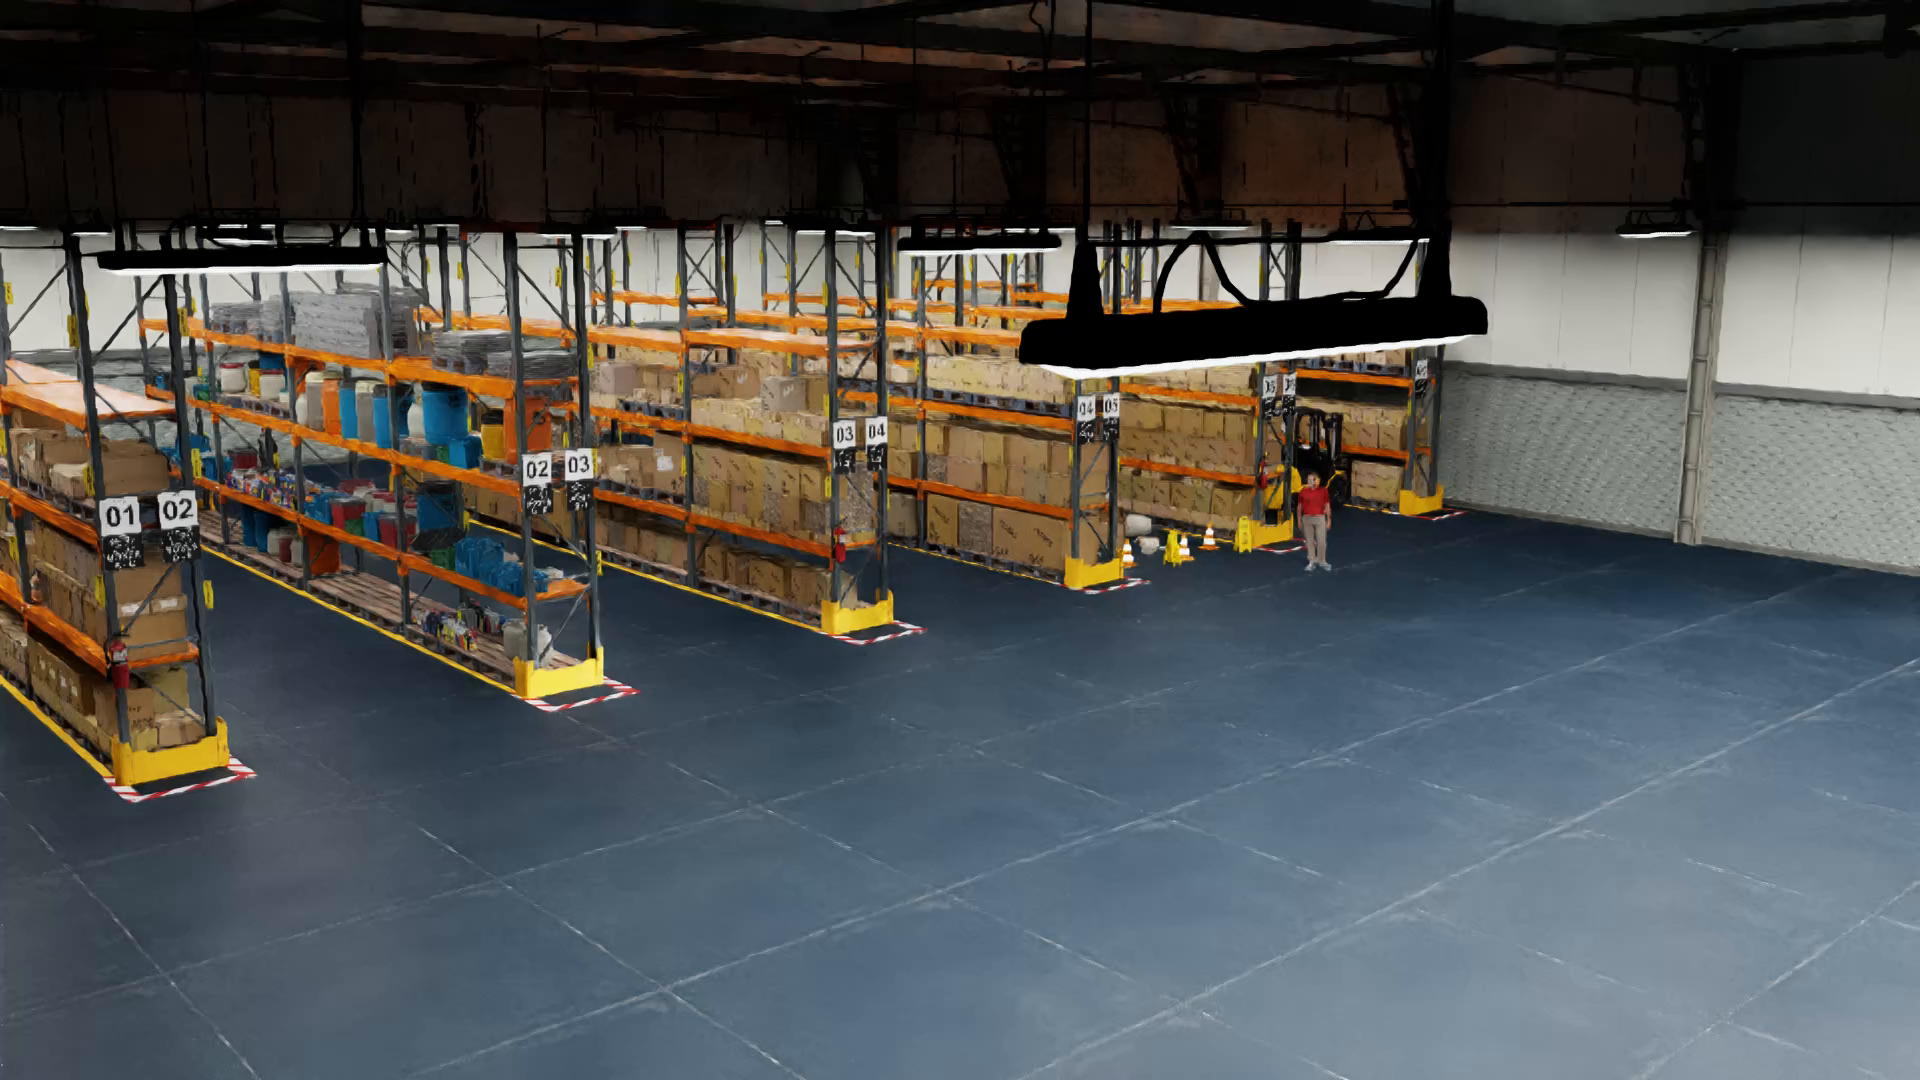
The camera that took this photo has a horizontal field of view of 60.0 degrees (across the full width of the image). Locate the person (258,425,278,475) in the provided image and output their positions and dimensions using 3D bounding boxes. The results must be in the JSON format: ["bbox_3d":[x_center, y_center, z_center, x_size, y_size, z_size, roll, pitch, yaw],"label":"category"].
[{"bbox_3d":[-14.942,-1.676,35.823,0.441,1.723,0.685,-2,12,-11],"label":"person"}]

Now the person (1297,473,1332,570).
[{"bbox_3d":[6.215,-0.327,29.083,0.645,1.721,0.425,3,12,17],"label":"person"}]
